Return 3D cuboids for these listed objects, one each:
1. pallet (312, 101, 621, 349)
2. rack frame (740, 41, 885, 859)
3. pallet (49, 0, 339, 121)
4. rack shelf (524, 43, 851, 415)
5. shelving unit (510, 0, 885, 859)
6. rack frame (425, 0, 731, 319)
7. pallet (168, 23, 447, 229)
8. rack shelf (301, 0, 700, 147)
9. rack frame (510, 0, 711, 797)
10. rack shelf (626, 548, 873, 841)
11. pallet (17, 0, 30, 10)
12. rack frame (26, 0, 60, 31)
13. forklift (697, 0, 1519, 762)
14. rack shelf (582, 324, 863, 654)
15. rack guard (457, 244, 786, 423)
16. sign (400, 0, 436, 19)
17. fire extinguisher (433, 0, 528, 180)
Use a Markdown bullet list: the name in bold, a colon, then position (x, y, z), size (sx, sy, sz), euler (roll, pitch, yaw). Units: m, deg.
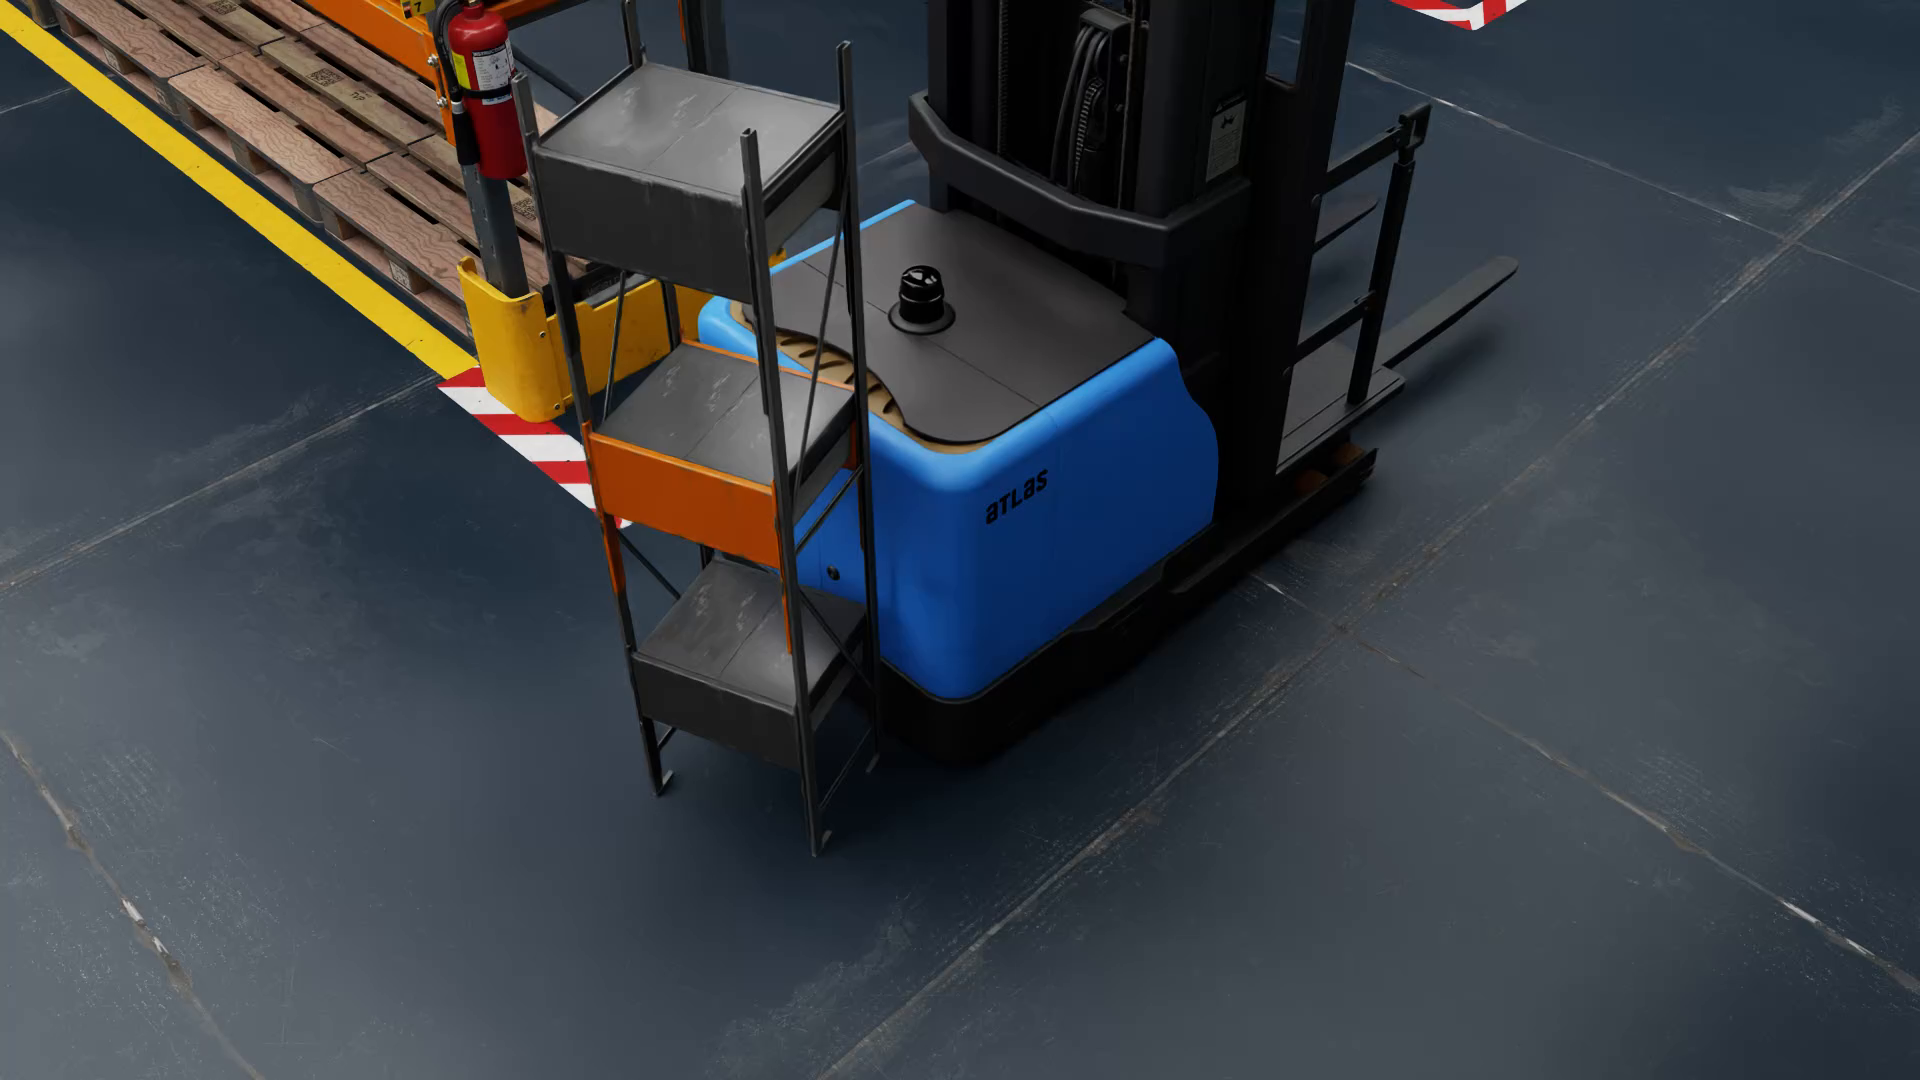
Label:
- **pallet**: position (-1.736, -1.241, 6.437), size (1.003, 0.211, 1.213), euler (-34, 53, -31)
- **rack frame**: position (-0.298, -0.063, 3.771), size (0.015, 2.100, 0.400), euler (17, 45, 18)
- **pallet**: position (-3.459, -2.413, 7.706), size (1.003, 0.211, 1.213), euler (-34, 53, -31)
- **rack shelf**: position (-0.520, -0.636, 3.379), size (0.480, 0.518, 0.431), euler (17, 45, 18)
- **shelving unit**: position (-0.520, -0.131, 3.845), size (0.503, 2.100, 0.431), euler (17, 45, 18)
- **rack frame**: position (-1.181, -1.850, 5.042), size (1.000, 3.000, 0.127), euler (-34, 53, -31)
- **pallet**: position (-2.593, -1.827, 7.071), size (1.003, 0.211, 1.213), euler (-34, 53, -31)
- **rack shelf**: position (-2.593, -2.547, 6.326), size (1.077, 0.370, 4.000), euler (-34, 53, -31)
- **rack frame**: position (-0.742, -0.200, 3.920), size (0.015, 2.100, 0.400), euler (17, 45, 18)
- **rack shelf**: position (-0.520, 0.393, 4.329), size (0.480, 0.518, 0.431), euler (17, 45, 18)
- **pallet**: position (-4.521, -3.139, 8.491), size (1.003, 0.211, 1.213), euler (-34, 53, -31)
- **rack frame**: position (-4.005, -3.772, 7.122), size (1.000, 3.000, 0.127), euler (-34, 53, -31)
- **forklift**: position (0.704, -1.363, 4.565), size (3.031, 2.935, 1.130), euler (-33, 52, -31)
- **rack shelf**: position (-0.520, -0.121, 3.854), size (0.480, 0.518, 0.431), euler (17, 45, 18)
- **rack guard**: position (-1.155, -0.927, 5.884), size (1.175, 0.500, 0.348), euler (-34, 53, -31)
- **sign**: position (-1.559, -1.638, 4.693), size (0.100, 0.325, 0.005), euler (-34, 53, -31)
- **fire extinguisher**: position (-1.396, -1.394, 4.880), size (0.296, 0.674, 0.183), euler (-34, 53, -31)
